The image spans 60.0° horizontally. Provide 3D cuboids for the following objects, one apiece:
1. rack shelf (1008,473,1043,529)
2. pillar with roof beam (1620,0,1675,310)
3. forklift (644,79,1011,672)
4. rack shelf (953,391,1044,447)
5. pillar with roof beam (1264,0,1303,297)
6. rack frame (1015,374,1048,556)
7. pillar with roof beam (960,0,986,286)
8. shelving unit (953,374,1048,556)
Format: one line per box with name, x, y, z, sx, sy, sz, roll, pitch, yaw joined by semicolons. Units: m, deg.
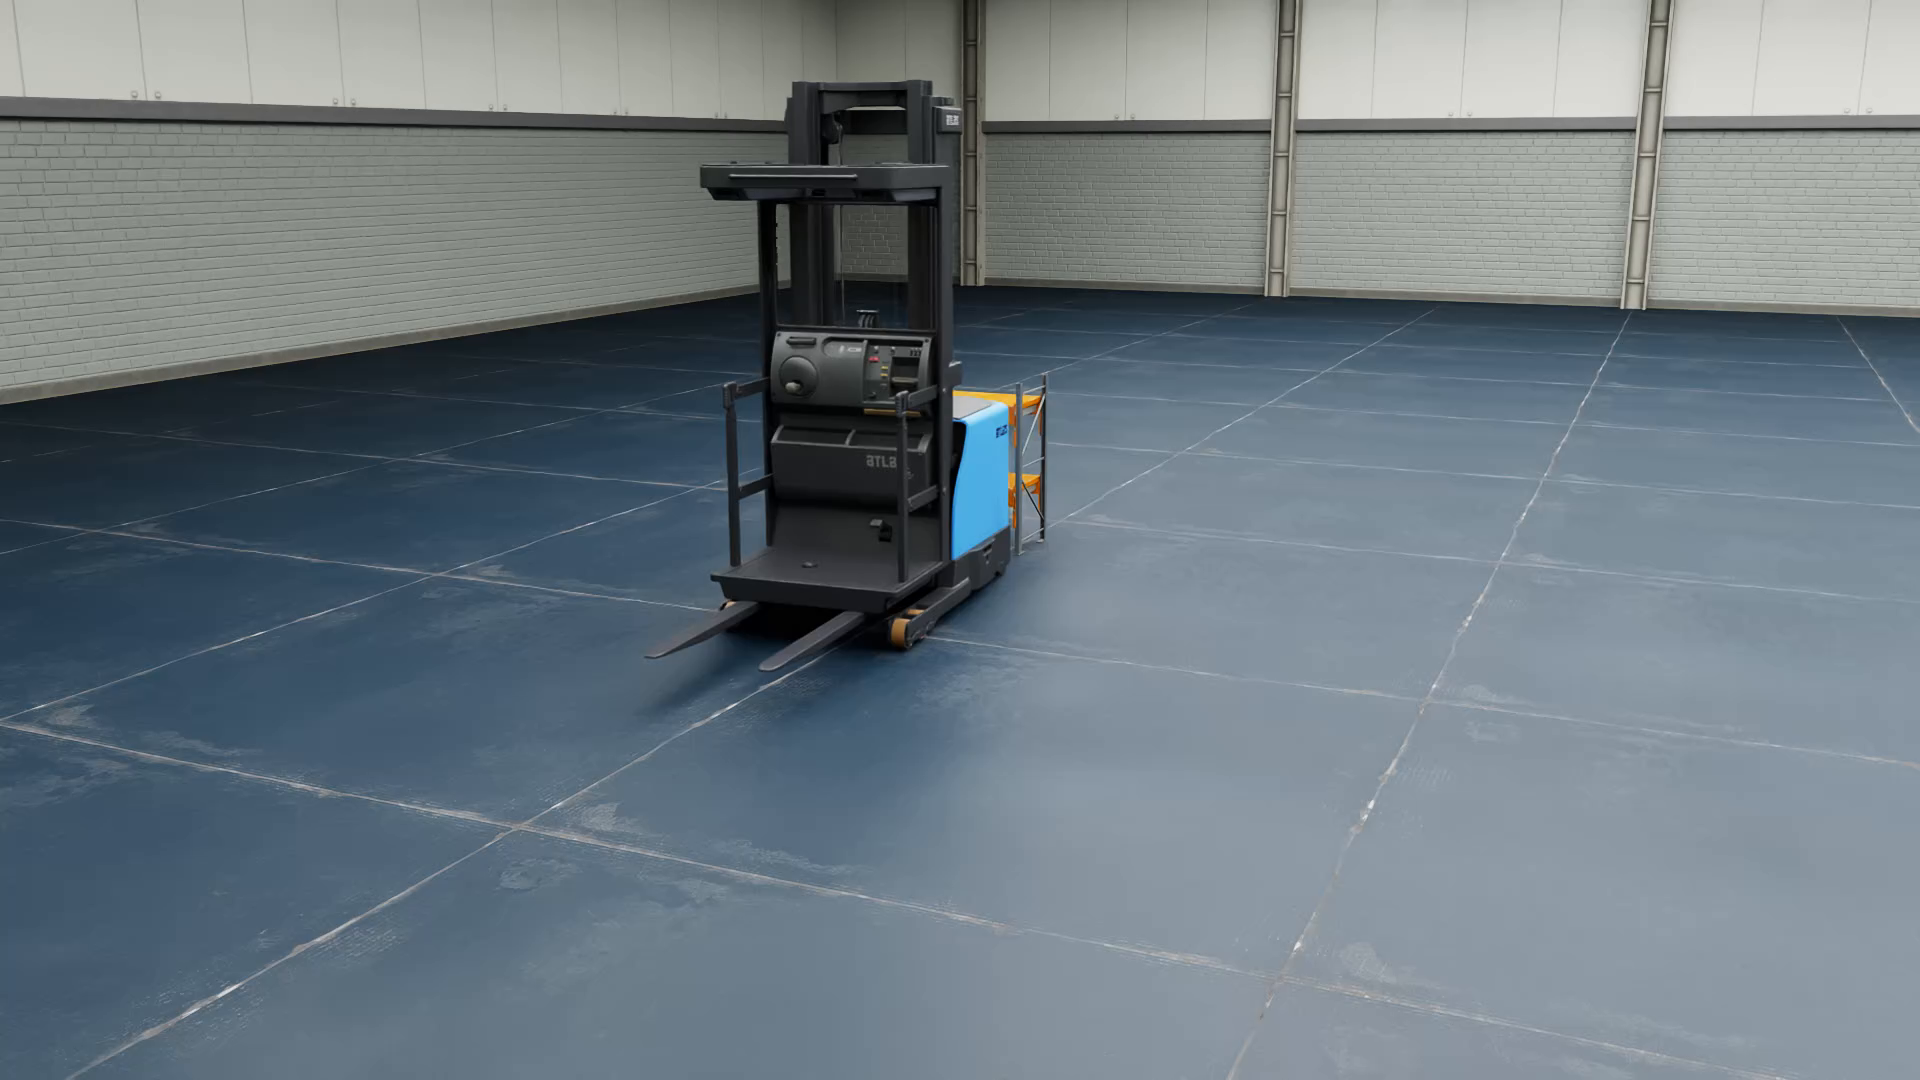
rack shelf;0.006;-0.309;11.180;1.000;0.278;0.538;6;14;23
pillar with roof beam;9.476;-7.343;22.851;0.400;9.000;9.100;6;14;23
forklift;-0.672;-0.955;8.908;1.130;2.935;3.031;5;14;20
rack shelf;0.006;-0.832;11.057;1.000;0.278;0.538;6;14;23
pillar with roof beam;3.990;-7.898;25.217;0.400;9.000;9.100;6;14;23
rack frame;0.471;-0.500;10.923;0.032;1.125;0.500;6;14;23
pillar with roof beam;-1.496;-8.454;27.583;0.400;9.000;9.100;6;14;23
shelving unit;0.006;-0.547;11.124;1.048;1.125;0.538;6;14;23
